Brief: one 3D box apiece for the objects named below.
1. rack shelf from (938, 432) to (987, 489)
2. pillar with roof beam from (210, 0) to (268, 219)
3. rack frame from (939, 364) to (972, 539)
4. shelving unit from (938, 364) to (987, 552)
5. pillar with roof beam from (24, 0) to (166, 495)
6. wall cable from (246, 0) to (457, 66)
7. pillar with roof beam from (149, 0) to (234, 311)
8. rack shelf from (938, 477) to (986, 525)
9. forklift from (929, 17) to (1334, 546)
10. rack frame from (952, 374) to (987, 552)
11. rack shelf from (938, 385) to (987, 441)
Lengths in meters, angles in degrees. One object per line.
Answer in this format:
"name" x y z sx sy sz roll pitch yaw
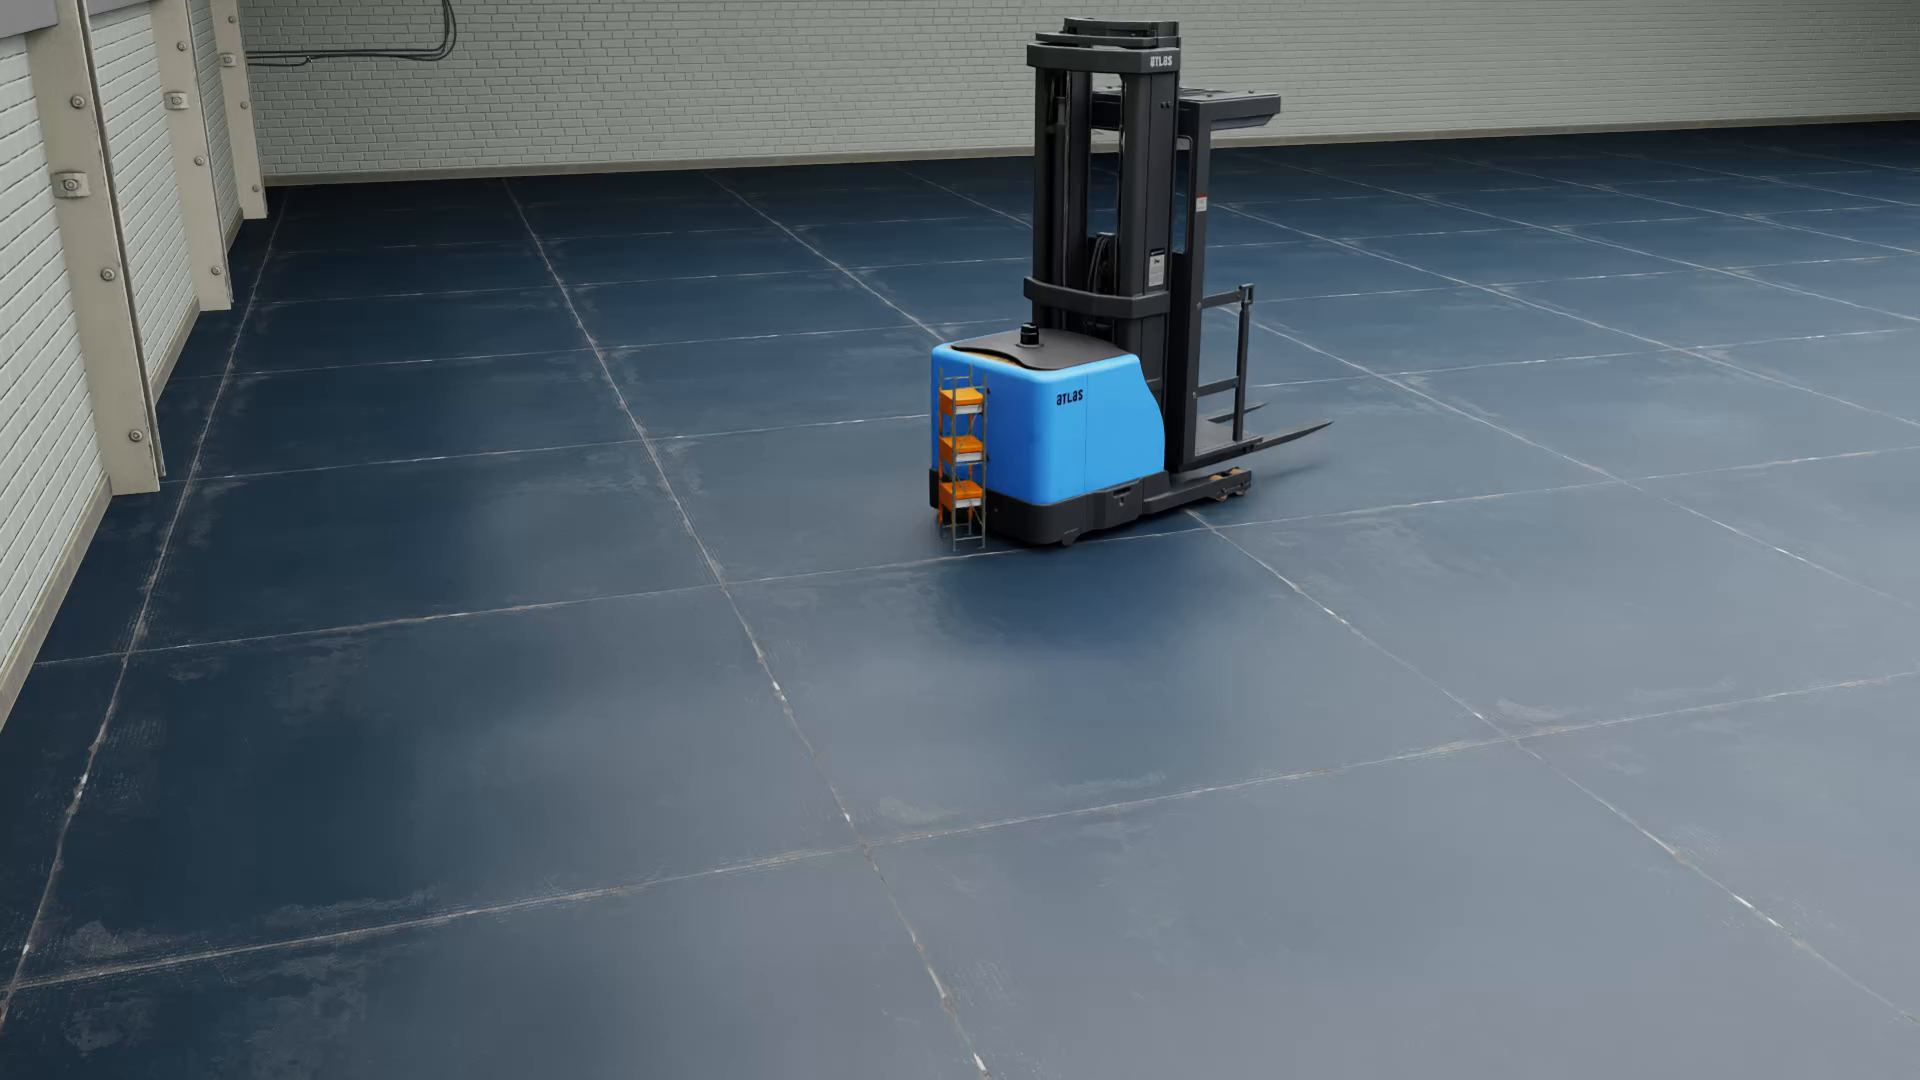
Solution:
"rack shelf" 0.013 -0.466 9.689 0.215 0.259 0.240 -6 20 -18
"pillar with roof beam" -5.096 -8.907 21.403 9.100 9.000 0.400 -6 21 -17
"rack frame" -0.027 -0.515 9.795 0.200 1.050 0.008 -6 20 -18
"shelving unit" 0.013 -0.476 9.686 0.215 1.050 0.252 -6 20 -18
"pillar with roof beam" -1.325 -5.057 10.682 9.100 9.000 0.400 -6 21 -17
"wall cable" -8.854 -8.075 23.678 3.097 2.526 0.112 -6 21 -17
"pillar with roof beam" -3.210 -6.982 16.043 9.100 9.000 0.400 -6 21 -17
"rack shelf" 0.012 -0.204 9.782 0.215 0.259 0.240 -6 20 -18
"forklift" 1.248 -1.743 10.433 3.031 2.935 1.130 -17 26 -39
"rack frame" 0.053 -0.438 9.577 0.200 1.050 0.008 -6 20 -18
"rack shelf" 0.014 -0.734 9.595 0.215 0.259 0.240 -6 20 -18
